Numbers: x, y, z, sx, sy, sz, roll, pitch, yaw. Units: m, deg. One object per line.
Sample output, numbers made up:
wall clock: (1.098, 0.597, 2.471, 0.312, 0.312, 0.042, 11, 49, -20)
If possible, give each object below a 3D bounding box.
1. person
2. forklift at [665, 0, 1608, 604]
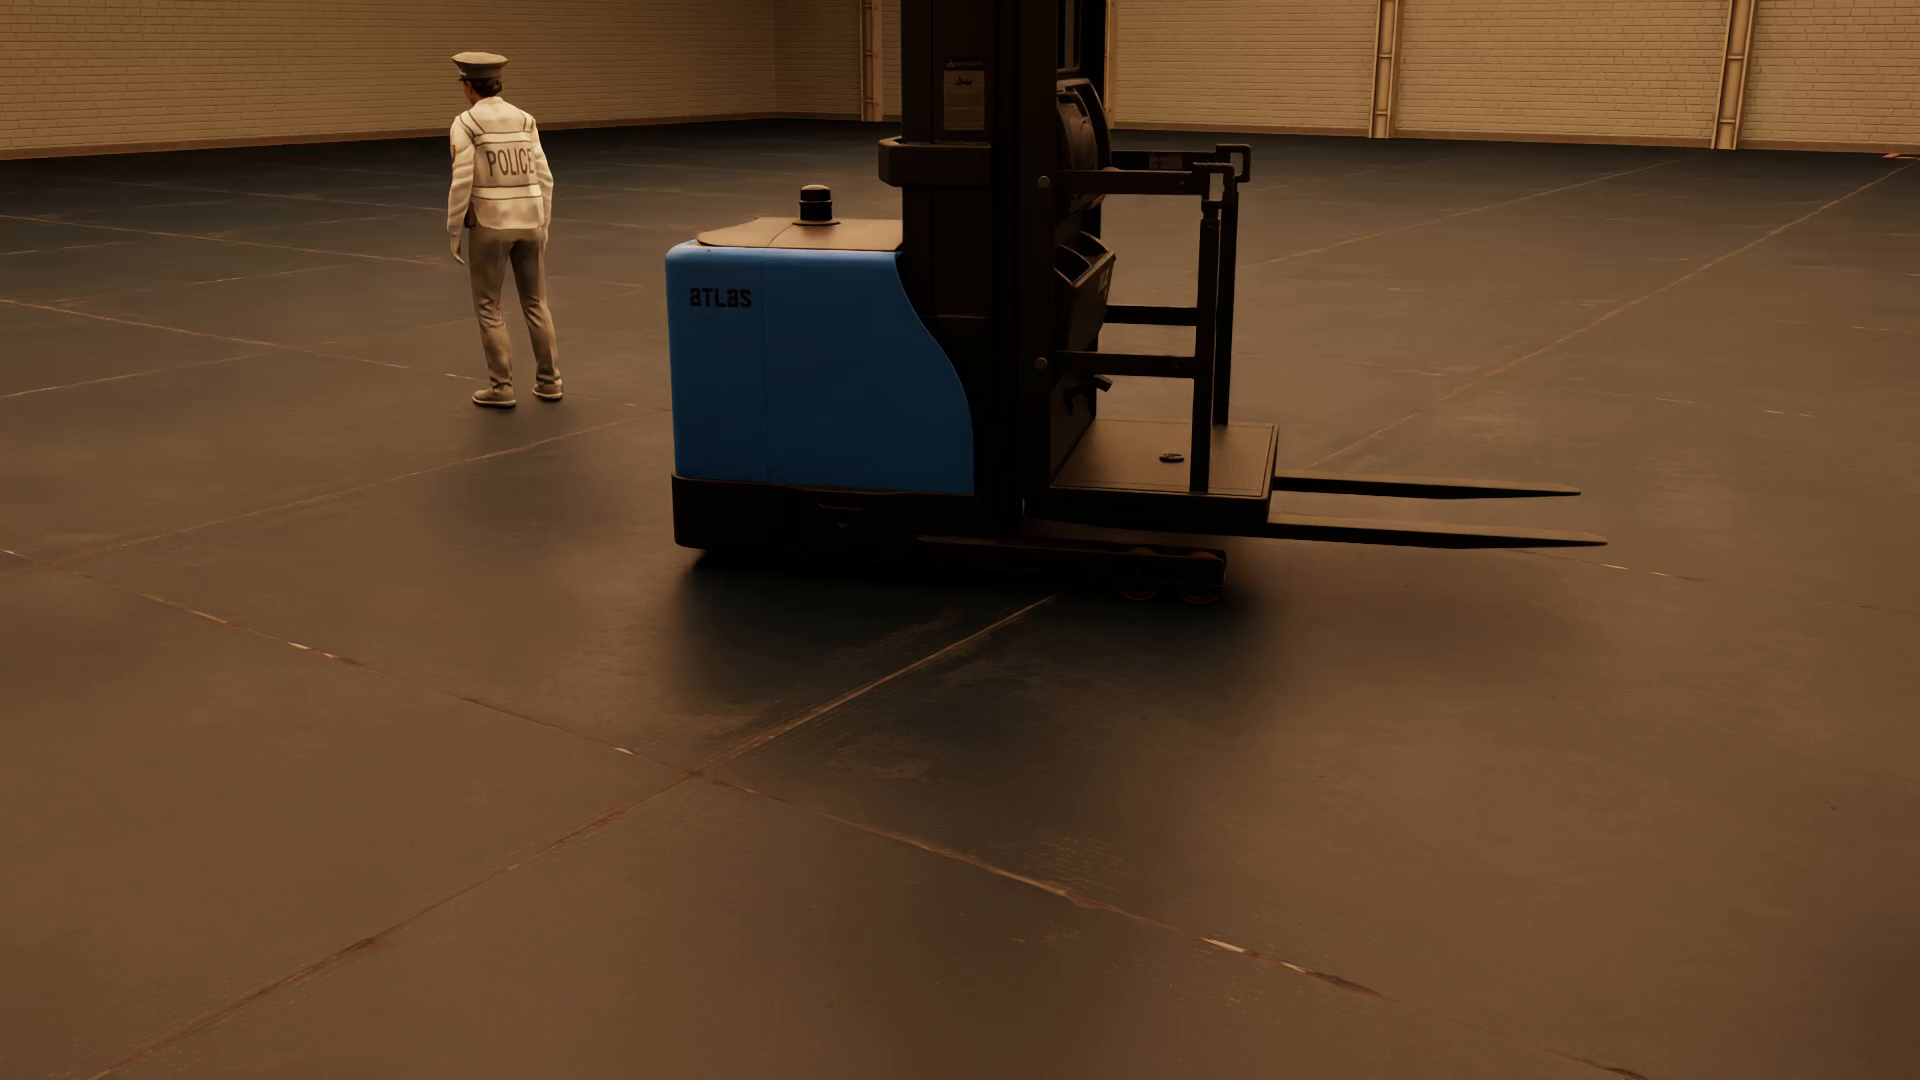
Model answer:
person: (-2.199, -1.478, 7.989, 0.543, 1.665, 0.373, -15, 22, -41)
forklift: (0.595, -1.367, 5.404, 3.031, 2.935, 1.130, 4, 17, 12)
